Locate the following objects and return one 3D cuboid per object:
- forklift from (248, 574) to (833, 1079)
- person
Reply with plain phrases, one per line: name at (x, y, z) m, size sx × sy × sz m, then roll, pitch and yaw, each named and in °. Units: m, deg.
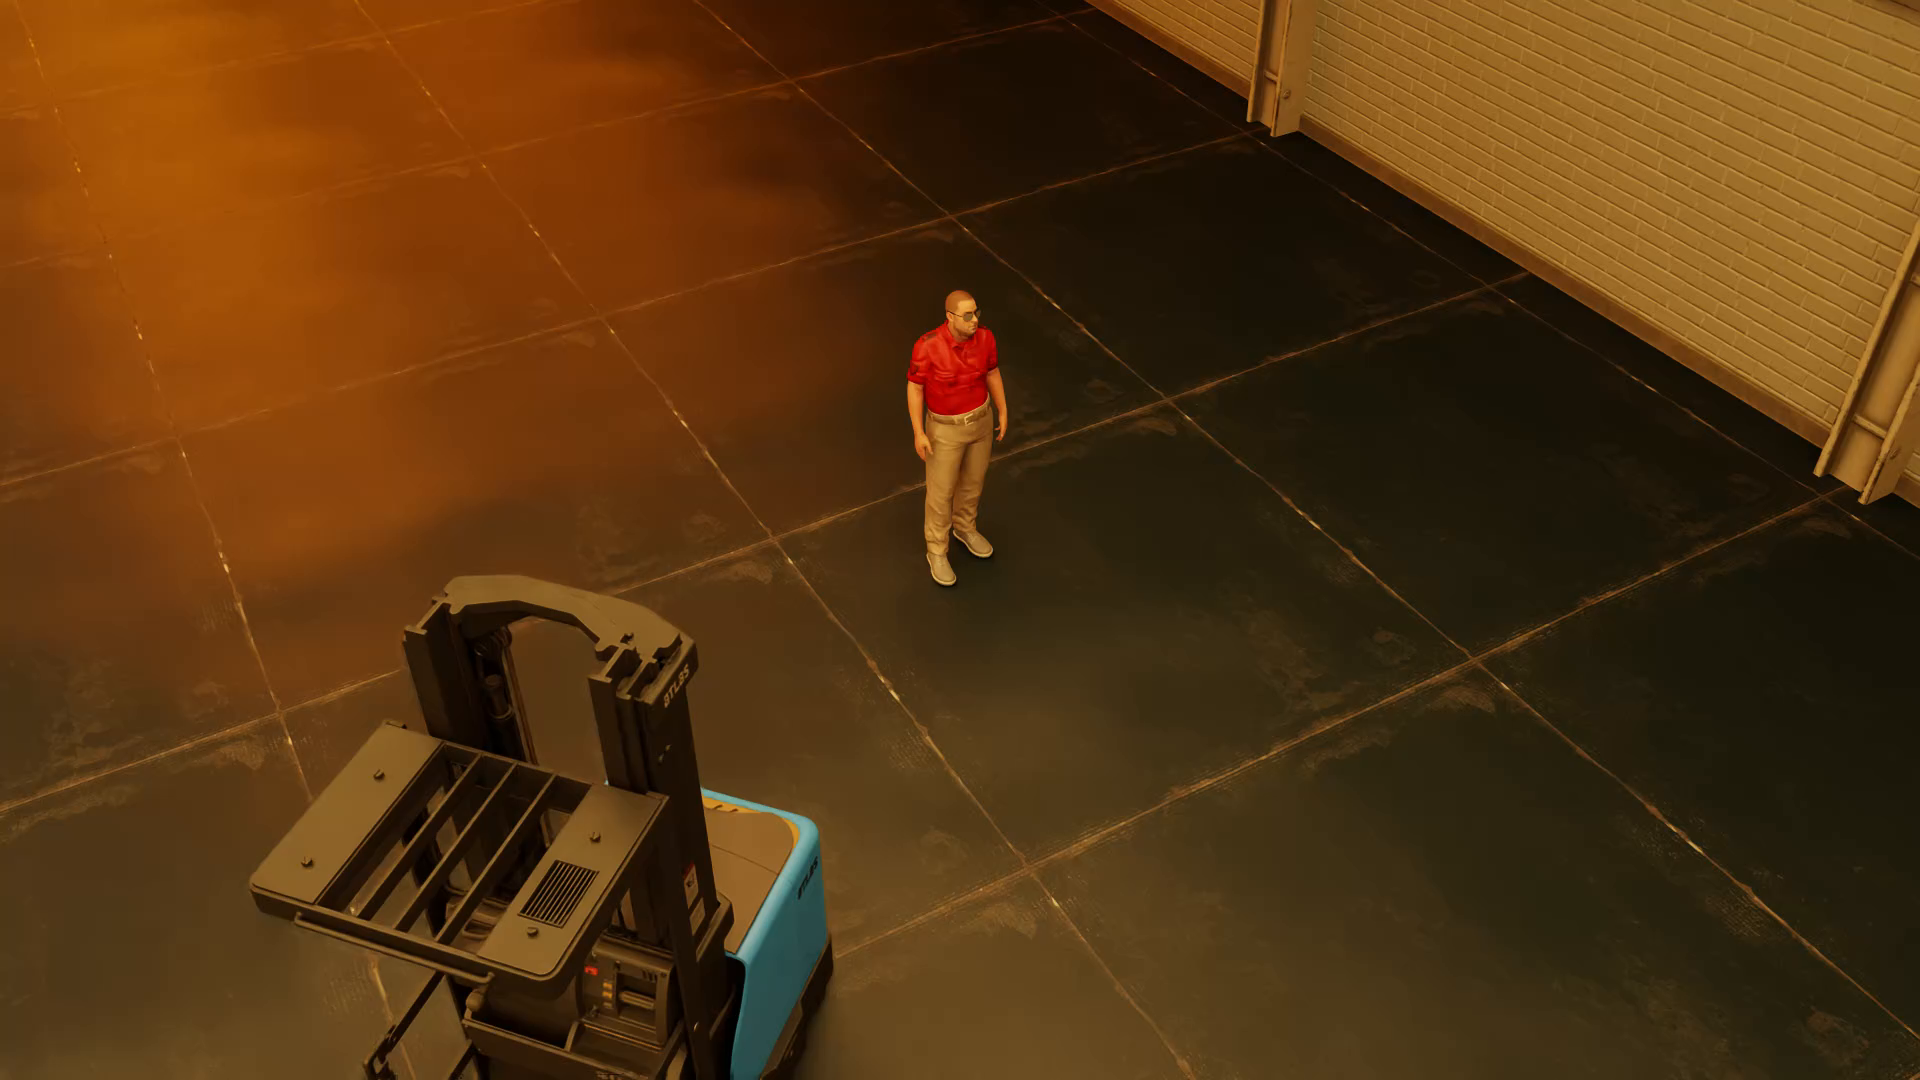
forklift at (-1.559, 1.697, 5.991) m, size 1.130 × 2.935 × 3.031 m, roll 13°, pitch 41°, yaw 15°
person at (0.034, -0.617, 9.711) m, size 0.640 × 1.727 × 0.551 m, roll -20°, pitch 44°, yaw -23°
